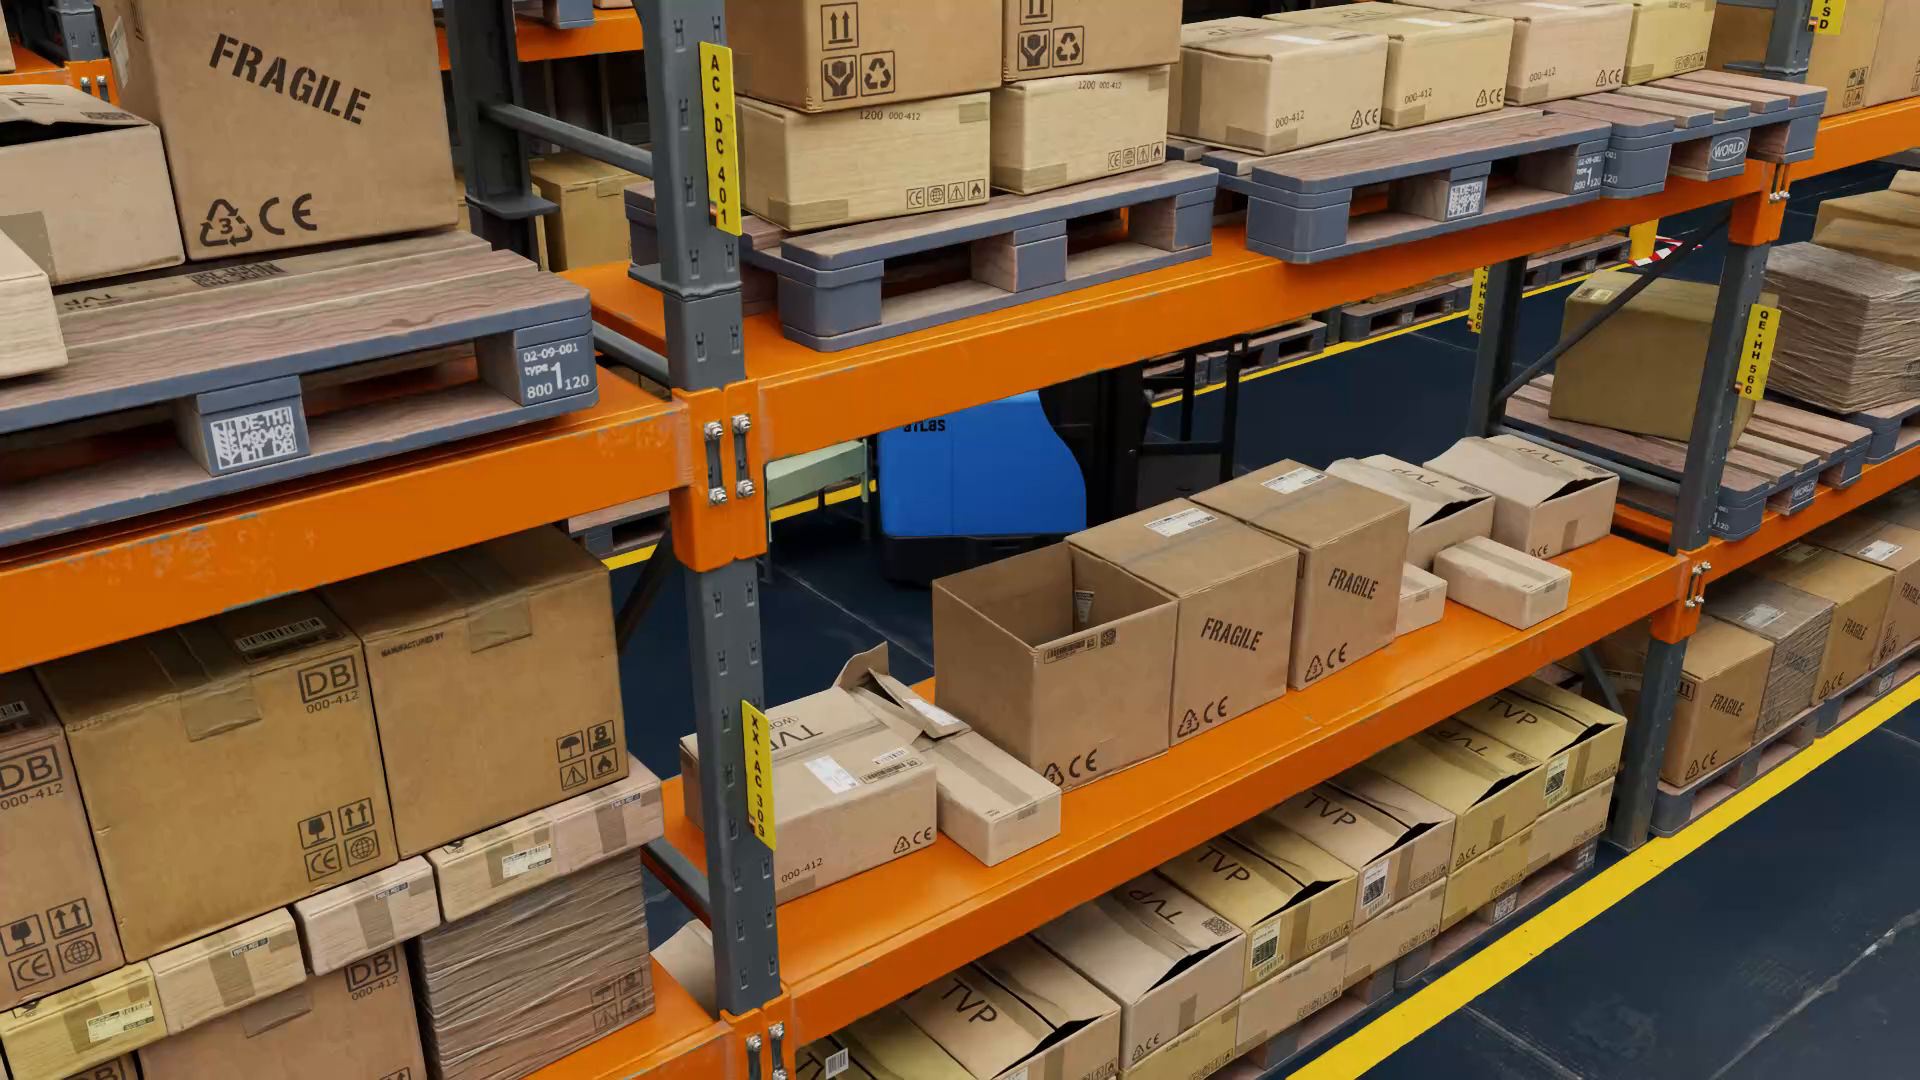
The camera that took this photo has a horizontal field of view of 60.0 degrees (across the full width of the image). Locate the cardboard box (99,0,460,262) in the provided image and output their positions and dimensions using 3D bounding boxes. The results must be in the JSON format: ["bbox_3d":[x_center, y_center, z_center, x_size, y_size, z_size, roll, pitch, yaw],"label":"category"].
[{"bbox_3d":[-1.325,-0.875,3.225,0.500,0.500,0.500,-15,29,-30],"label":"cardboard box"}]

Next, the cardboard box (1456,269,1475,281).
[{"bbox_3d":[3.924,-2.456,13.449,0.500,0.500,0.700,-17,30,-33],"label":"cardboard box"}]

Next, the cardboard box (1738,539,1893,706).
[{"bbox_3d":[3.723,0.347,7.387,0.500,0.500,0.500,-19,31,-35],"label":"cardboard box"}]

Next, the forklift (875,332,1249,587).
[{"bbox_3d":[1.065,-1.321,8.614,3.031,2.935,1.130,-2,25,-4],"label":"forklift"}]

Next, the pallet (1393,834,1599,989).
[{"bbox_3d":[1.710,1.168,6.482,1.213,0.211,1.003,-18,31,-34],"label":"pallet"}]

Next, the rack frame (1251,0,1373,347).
[{"bbox_3d":[2.470,-2.977,12.101,0.127,3.000,1.000,-18,31,-34],"label":"rack frame"}]

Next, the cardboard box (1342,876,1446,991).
[{"bbox_3d":[1.317,1.241,5.780,0.500,0.250,0.500,-17,30,-33],"label":"cardboard box"}]

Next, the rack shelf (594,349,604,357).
[{"bbox_3d":[-2.252,-1.092,8.894,4.000,0.370,1.077,-18,31,-34],"label":"rack shelf"}]

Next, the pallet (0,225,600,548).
[{"bbox_3d":[-1.421,-0.349,2.981,1.213,0.211,1.003,-18,31,-34],"label":"pallet"}]

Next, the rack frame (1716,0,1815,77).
[{"bbox_3d":[2.382,-3.019,5.065,0.127,3.000,1.000,-18,31,-34],"label":"rack frame"}]

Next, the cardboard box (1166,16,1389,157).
[{"bbox_3d":[0.776,-1.218,4.428,0.500,0.250,0.500,-21,32,-38],"label":"cardboard box"}]

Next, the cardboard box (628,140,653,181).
[{"bbox_3d":[-1.465,-1.903,9.146,0.500,0.500,0.700,-22,33,-39],"label":"cardboard box"}]

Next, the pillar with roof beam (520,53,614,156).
[{"bbox_3d":[0.422,-3.182,5.416,0.400,9.000,9.100,-18,31,-34],"label":"pillar with roof beam"}]

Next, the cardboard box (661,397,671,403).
[{"bbox_3d":[-1.689,-0.704,9.650,0.500,0.500,0.700,-18,31,-34],"label":"cardboard box"}]

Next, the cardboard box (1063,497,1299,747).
[{"bbox_3d":[0.657,0.235,5.062,0.500,0.500,0.500,-18,30,-34],"label":"cardboard box"}]

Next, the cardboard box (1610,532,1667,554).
[{"bbox_3d":[3.015,-0.040,7.330,0.500,0.250,0.500,-17,30,-32],"label":"cardboard box"}]

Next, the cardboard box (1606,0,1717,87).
[{"bbox_3d":[2.059,-1.644,5.346,0.500,0.250,0.500,-21,32,-38],"label":"cardboard box"}]

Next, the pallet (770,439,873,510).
[{"bbox_3d":[-1.294,-0.470,10.013,1.213,0.211,1.003,-18,31,-34],"label":"pallet"}]

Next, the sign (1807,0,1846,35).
[{"bbox_3d":[2.718,-1.743,5.171,0.005,0.325,0.100,-18,31,-34],"label":"sign"}]

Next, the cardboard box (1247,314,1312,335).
[{"bbox_3d":[2.038,-1.980,12.008,0.750,0.750,0.750,-18,30,-33],"label":"cardboard box"}]

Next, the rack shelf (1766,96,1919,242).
[{"bbox_3d":[3.956,-1.852,6.968,4.000,0.370,1.077,-18,31,-34],"label":"rack shelf"}]

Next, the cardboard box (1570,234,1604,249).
[{"bbox_3d":[5.128,-2.858,14.314,0.500,0.500,0.700,-18,31,-34],"label":"cardboard box"}]

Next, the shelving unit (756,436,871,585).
[{"bbox_3d":[-0.897,-0.618,8.801,0.431,1.500,0.755,21,32,38],"label":"shelving unit"}]

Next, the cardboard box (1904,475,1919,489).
[{"bbox_3d":[4.924,-0.054,8.249,0.500,0.500,0.500,-18,30,-34],"label":"cardboard box"}]

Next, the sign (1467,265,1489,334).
[{"bbox_3d":[2.039,-0.964,6.483,0.005,0.325,0.100,-18,31,-34],"label":"sign"}]

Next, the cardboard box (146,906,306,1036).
[{"bbox_3d":[-1.454,0.744,3.194,0.250,0.149,0.380,-18,31,-34],"label":"cardboard box"}]

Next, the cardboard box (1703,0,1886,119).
[{"bbox_3d":[2.704,-1.828,5.944,0.500,0.500,0.910,-18,31,-34],"label":"cardboard box"}]

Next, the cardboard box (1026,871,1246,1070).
[{"bbox_3d":[0.517,1.256,5.082,0.500,0.311,0.500,-19,31,-36],"label":"cardboard box"}]

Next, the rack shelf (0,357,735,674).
[{"bbox_3d":[-2.340,0.227,2.490,4.000,0.370,1.077,-18,31,-34],"label":"rack shelf"}]

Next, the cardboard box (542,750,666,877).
[{"bbox_3d":[-0.848,0.543,3.627,0.250,0.149,0.380,-18,31,-34],"label":"cardboard box"}]

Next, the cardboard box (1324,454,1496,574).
[{"bbox_3d":[1.558,-0.089,5.985,0.500,0.311,0.500,-19,31,-35],"label":"cardboard box"}]

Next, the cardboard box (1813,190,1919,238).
[{"bbox_3d":[4.517,-1.324,7.922,0.500,0.500,0.700,-13,28,-26],"label":"cardboard box"}]

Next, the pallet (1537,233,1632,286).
[{"bbox_3d":[5.036,-2.517,14.423,1.213,0.211,1.003,-18,31,-34],"label":"pallet"}]

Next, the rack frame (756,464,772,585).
[{"bbox_3d":[-1.144,-0.505,8.556,0.400,1.500,0.023,21,32,38],"label":"rack frame"}]

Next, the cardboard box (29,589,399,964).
[{"bbox_3d":[-1.508,0.357,3.259,0.500,0.500,0.700,-18,31,-34],"label":"cardboard box"}]

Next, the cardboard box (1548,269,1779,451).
[{"bbox_3d":[2.808,-0.734,6.652,0.700,0.500,0.500,15,29,29],"label":"cardboard box"}]

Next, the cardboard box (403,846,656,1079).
[{"bbox_3d":[-1.111,0.813,3.815,0.500,0.500,0.700,-19,31,-35],"label":"cardboard box"}]

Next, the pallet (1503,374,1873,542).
[{"bbox_3d":[2.872,-0.410,6.798,1.003,0.211,1.213,-18,31,-34],"label":"pallet"}]

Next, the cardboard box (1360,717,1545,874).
[{"bbox_3d":[1.717,0.859,5.936,0.500,0.311,0.500,-19,31,-35],"label":"cardboard box"}]

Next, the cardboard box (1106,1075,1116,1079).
[{"bbox_3d":[0.107,1.643,4.914,0.500,0.250,0.500,-17,30,-33],"label":"cardboard box"}]

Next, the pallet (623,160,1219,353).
[{"bbox_3d":[-0.080,-0.766,4.001,1.217,0.209,0.805,-20,31,-36],"label":"pallet"}]

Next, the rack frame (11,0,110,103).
[{"bbox_3d":[-3.826,-0.899,7.623,0.127,3.000,1.000,-18,31,-34],"label":"rack frame"}]

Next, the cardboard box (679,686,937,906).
[{"bbox_3d":[-0.405,0.667,4.428,0.500,0.250,0.500,-16,29,-31],"label":"cardboard box"}]

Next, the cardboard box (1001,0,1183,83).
[{"bbox_3d":[0.178,-1.385,3.896,0.500,0.500,0.500,-15,29,-29],"label":"cardboard box"}]
